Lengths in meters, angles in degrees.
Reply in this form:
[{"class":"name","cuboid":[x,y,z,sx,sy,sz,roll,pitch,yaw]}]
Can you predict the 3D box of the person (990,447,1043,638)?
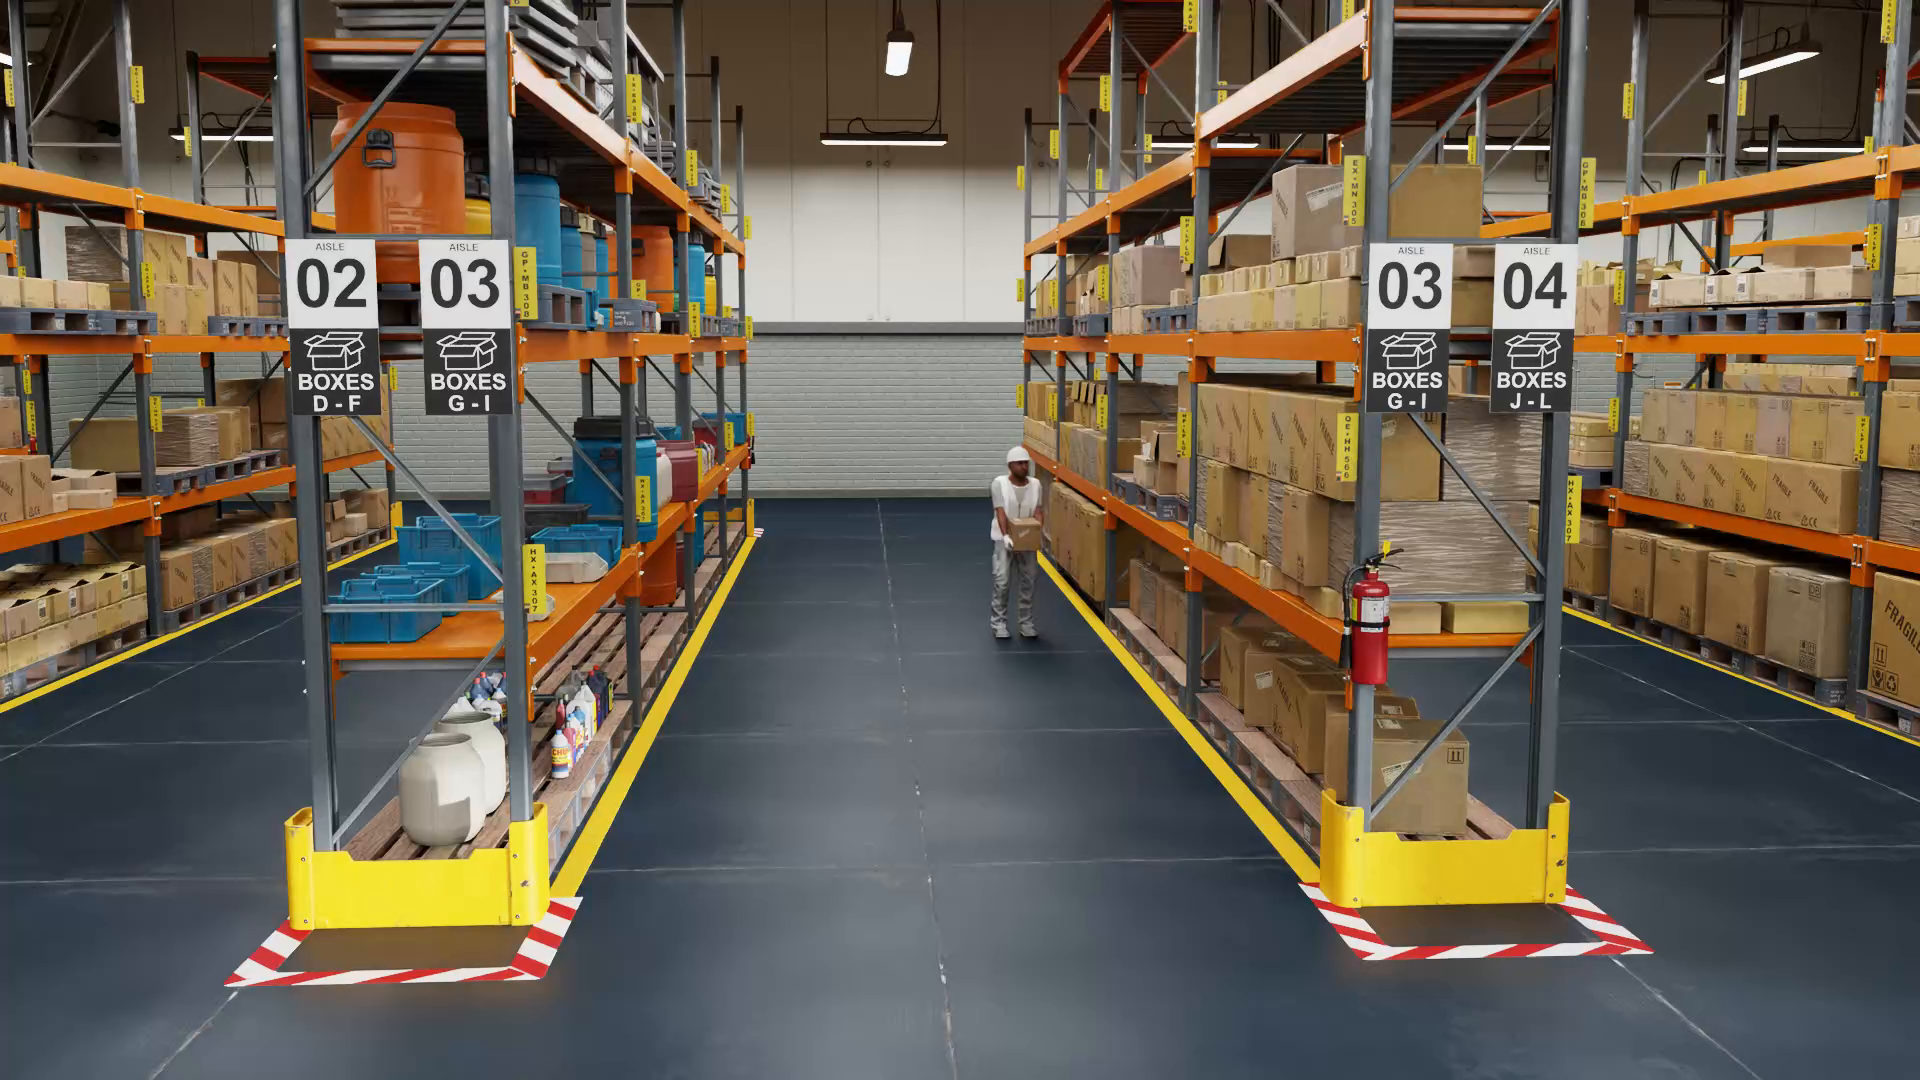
[{"class":"person","cuboid":[0.549,0.026,15.455,0.492,1.777,0.577,-2,7,-16]}]
